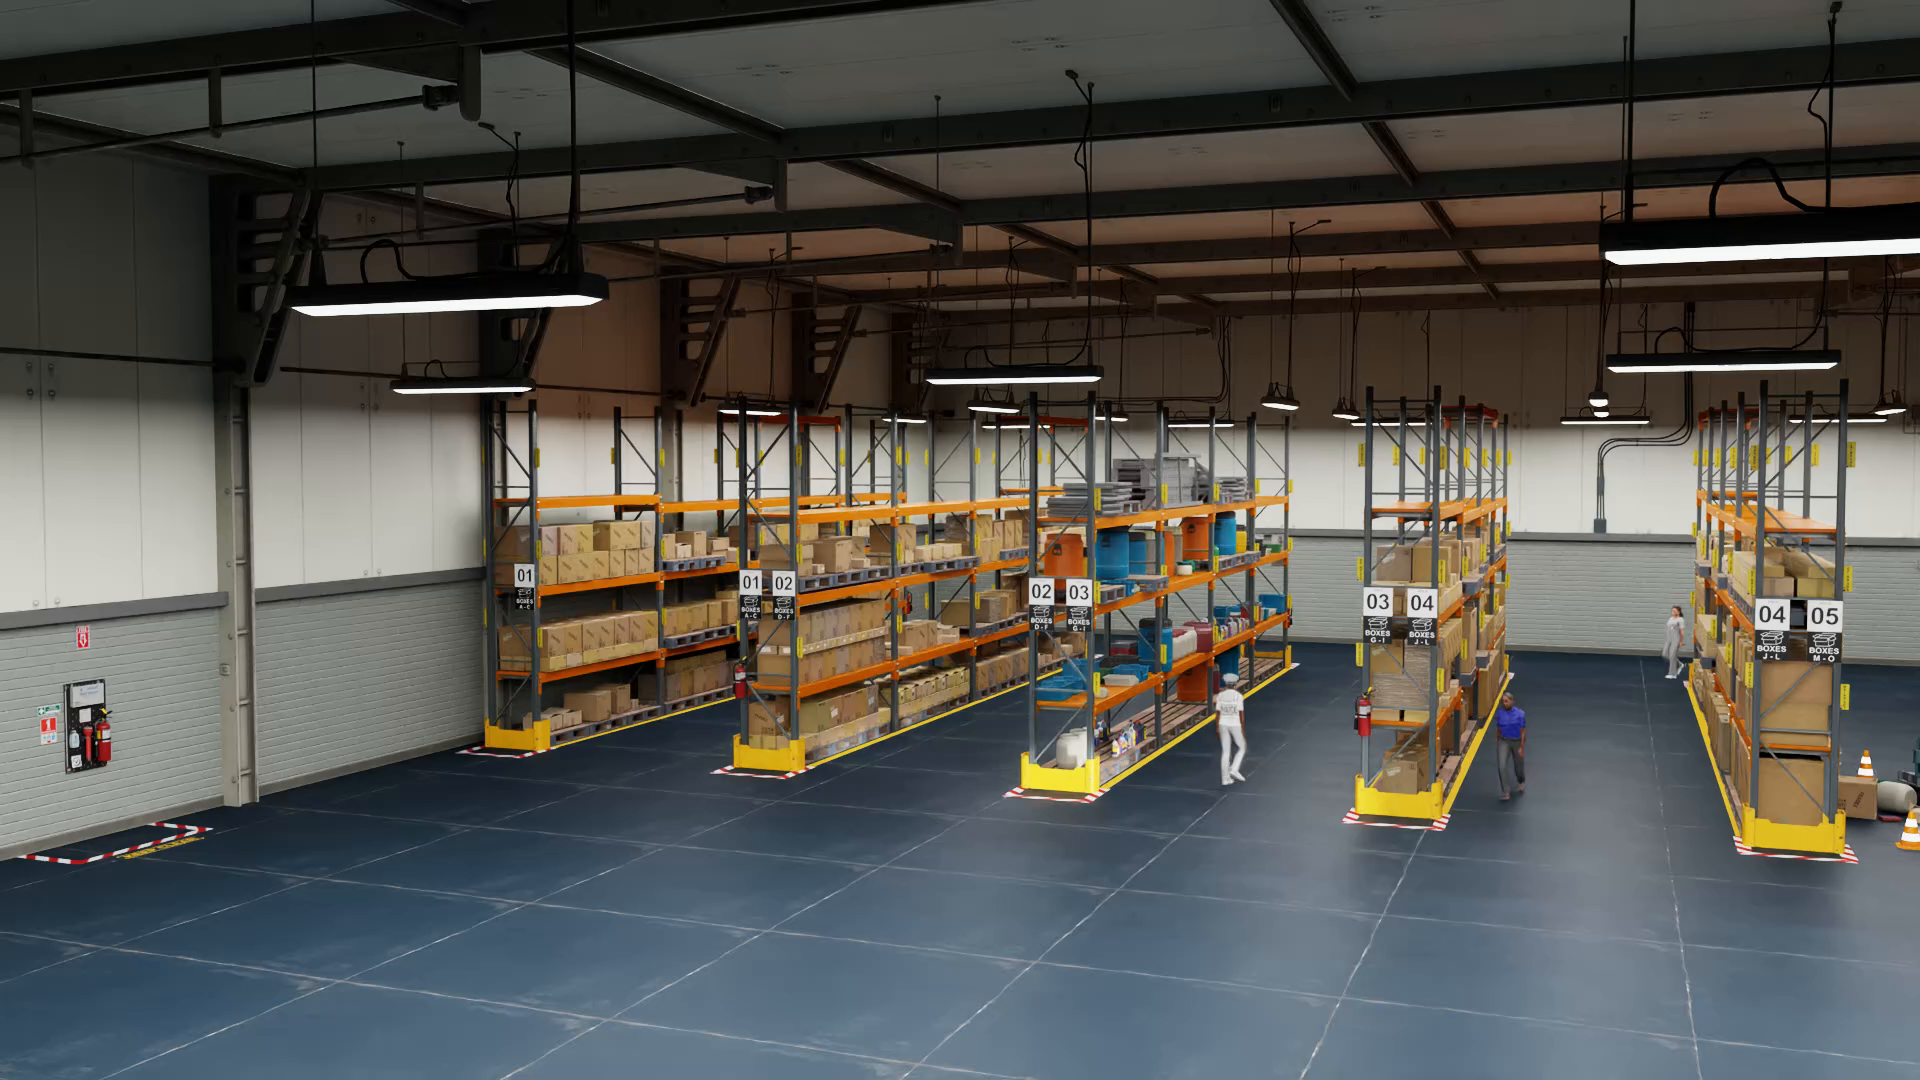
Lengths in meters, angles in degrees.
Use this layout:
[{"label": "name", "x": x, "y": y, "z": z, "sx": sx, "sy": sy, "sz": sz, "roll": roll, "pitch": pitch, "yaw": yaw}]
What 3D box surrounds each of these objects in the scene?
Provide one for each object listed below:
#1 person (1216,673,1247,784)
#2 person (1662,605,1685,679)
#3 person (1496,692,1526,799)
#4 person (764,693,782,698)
[{"label": "person", "x": 4.164, "y": 2.894, "z": 25.546, "sx": 0.492, "sy": 1.675, "sz": 0.447, "roll": 2, "pitch": 3, "yaw": 32}, {"label": "person", "x": 16.200, "y": 2.298, "z": 37.623, "sx": 0.596, "sy": 1.656, "sz": 0.459, "roll": -1, "pitch": 3, "yaw": -20}, {"label": "person", "x": 8.135, "y": 3.009, "z": 24.570, "sx": 0.434, "sy": 1.531, "sz": 0.976, "roll": 1, "pitch": 3, "yaw": 27}, {"label": "person", "x": -3.882, "y": 2.395, "z": 34.596, "sx": 0.591, "sy": 1.763, "sz": 0.556, "roll": 2, "pitch": 4, "yaw": 38}]
